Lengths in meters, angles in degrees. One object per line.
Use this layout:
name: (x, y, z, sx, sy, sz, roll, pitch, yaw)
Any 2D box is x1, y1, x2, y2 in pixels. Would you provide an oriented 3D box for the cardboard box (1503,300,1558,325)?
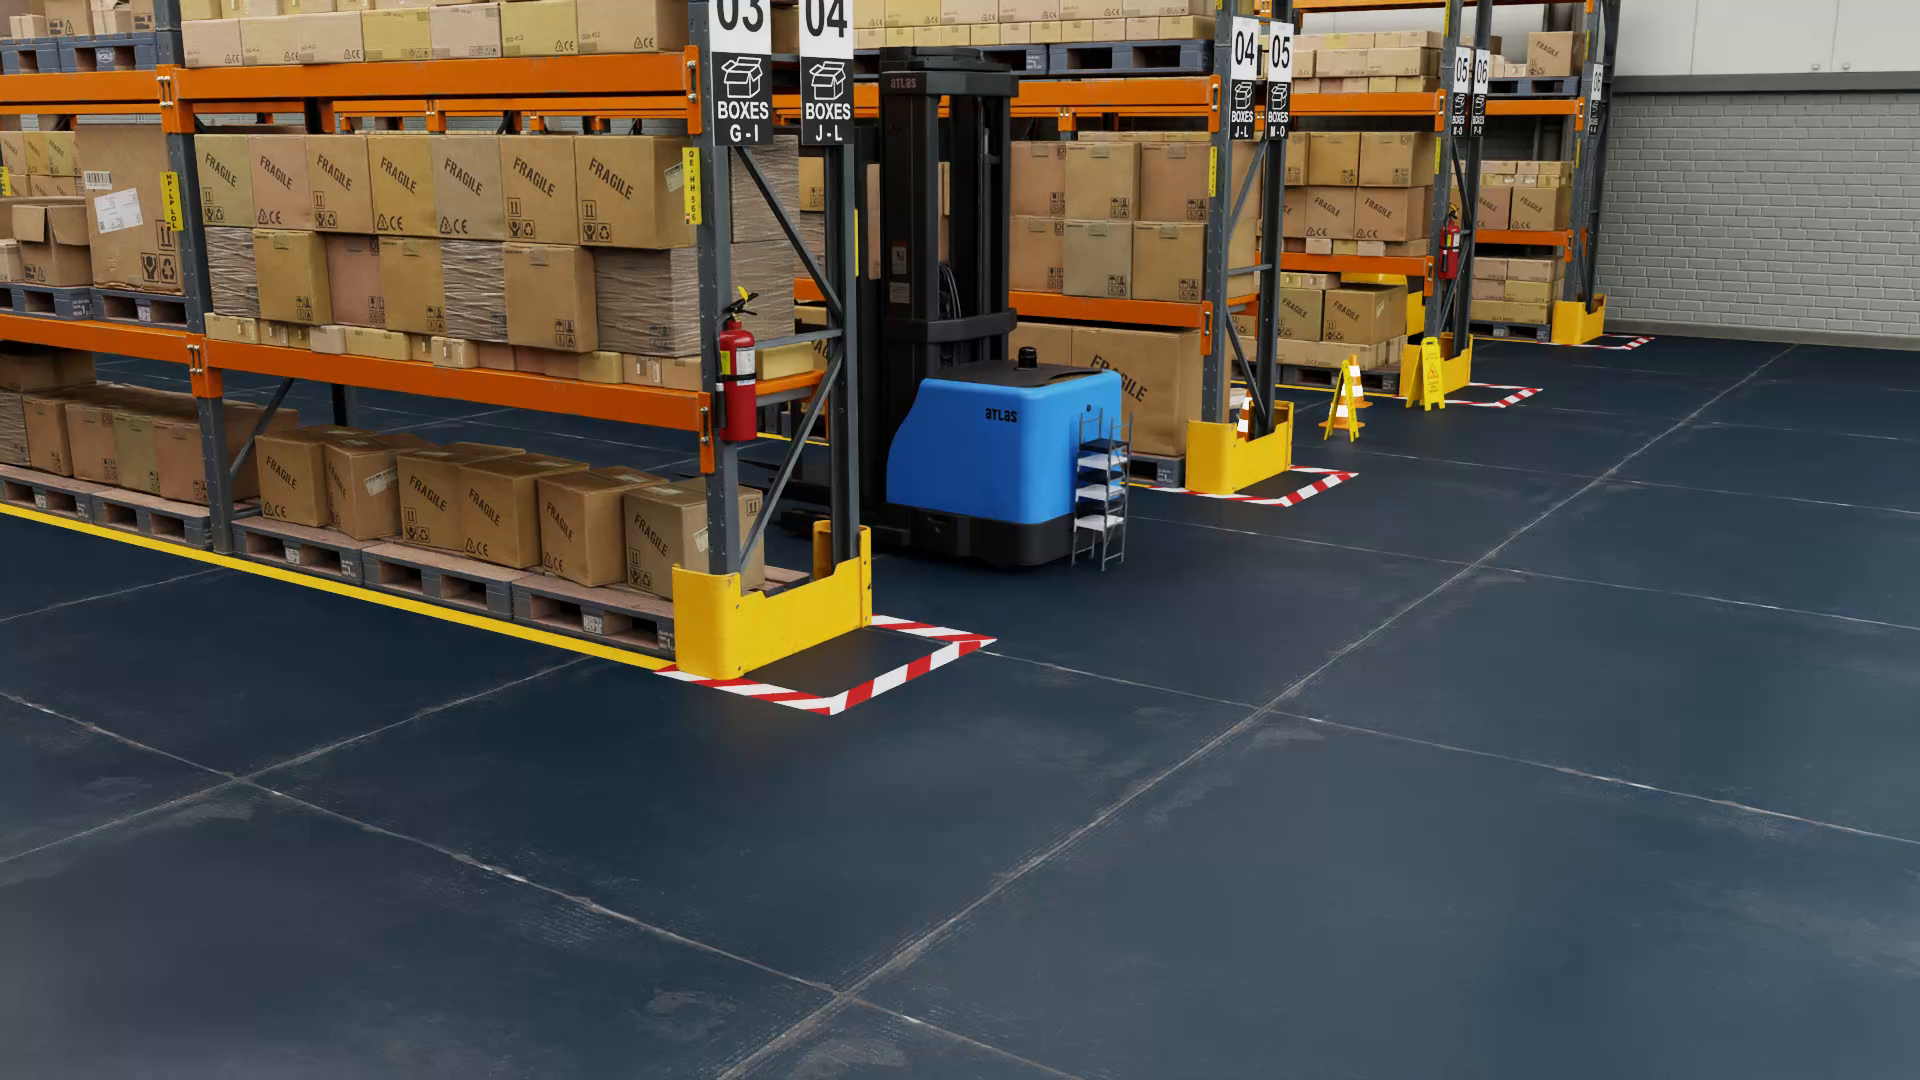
cardboard box: (6.895, -2.765, 20.097, 0.500, 0.250, 0.500, 9, 17, 33)

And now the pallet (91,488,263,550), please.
pallet: (-4.802, -0.216, 10.757, 1.213, 0.211, 1.003, 9, 17, 33)

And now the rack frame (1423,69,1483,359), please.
rack frame: (4.694, -2.905, 15.817, 0.127, 3.000, 1.000, 9, 17, 33)

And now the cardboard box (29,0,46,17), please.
cardboard box: (-6.105, -3.599, 11.130, 0.500, 0.500, 0.500, 10, 17, 34)

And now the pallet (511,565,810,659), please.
pallet: (-1.554, 0.298, 8.679, 1.213, 0.211, 1.003, 9, 17, 33)

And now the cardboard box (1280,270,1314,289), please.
cardboard box: (3.335, -2.579, 16.436, 0.250, 0.149, 0.380, 10, 17, 34)

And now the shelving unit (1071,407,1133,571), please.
shelving unit: (0.823, -0.296, 9.628, 0.210, 0.900, 0.258, 13, 19, 34)

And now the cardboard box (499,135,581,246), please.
cardboard box: (-1.849, -1.698, 8.032, 0.500, 0.500, 0.500, 9, 17, 33)

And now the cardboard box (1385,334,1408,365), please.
cardboard box: (4.179, -1.938, 16.756, 0.500, 0.250, 0.500, 9, 17, 32)

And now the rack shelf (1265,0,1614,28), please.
rack shelf: (5.802, -6.532, 20.314, 4.000, 0.370, 1.077, 9, 17, 33)

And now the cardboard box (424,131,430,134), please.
cardboard box: (-7.179, -5.580, 22.985, 0.250, 0.149, 0.380, 9, 16, 31)

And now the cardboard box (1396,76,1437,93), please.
cardboard box: (4.242, -4.231, 15.455, 0.250, 0.149, 0.380, 9, 17, 33)

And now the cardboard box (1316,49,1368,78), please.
cardboard box: (3.710, -4.518, 15.783, 0.500, 0.250, 0.500, 9, 16, 32)

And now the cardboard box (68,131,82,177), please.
cardboard box: (-9.770, -4.407, 18.977, 0.500, 0.500, 0.500, 9, 16, 31)

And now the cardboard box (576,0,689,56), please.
cardboard box: (-1.378, -2.327, 7.549, 0.500, 0.250, 0.500, 10, 17, 34)

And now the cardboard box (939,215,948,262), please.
cardboard box: (-0.139, -2.302, 13.067, 0.550, 0.550, 0.875, 9, 17, 33)

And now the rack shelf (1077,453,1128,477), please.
rack shelf: (0.829, -0.437, 9.589, 0.200, 0.077, 0.258, 13, 19, 34)

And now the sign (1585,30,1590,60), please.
sign: (7.147, -5.636, 18.930, 0.005, 0.325, 0.100, 9, 17, 33)

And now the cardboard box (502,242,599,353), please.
cardboard box: (-1.759, -1.245, 8.281, 0.500, 0.500, 0.875, 9, 17, 33)

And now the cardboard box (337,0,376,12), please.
cardboard box: (-2.955, -2.770, 8.511, 0.250, 0.149, 0.380, 9, 16, 32)

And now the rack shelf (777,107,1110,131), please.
rack shelf: (-0.284, -4.817, 18.793, 4.000, 0.370, 1.077, 9, 17, 33)

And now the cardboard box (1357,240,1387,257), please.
cardboard box: (3.993, -2.803, 15.925, 0.250, 0.149, 0.380, 9, 16, 32)

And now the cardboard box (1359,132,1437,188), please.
cardboard box: (4.149, -3.608, 15.750, 0.500, 0.500, 0.700, 9, 16, 31)

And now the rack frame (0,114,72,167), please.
rack frame: (-11.261, -4.050, 20.443, 0.127, 3.000, 1.000, 9, 17, 33)

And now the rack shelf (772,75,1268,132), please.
rack shelf: (0.356, -3.280, 12.584, 4.000, 0.370, 1.077, 9, 17, 33)

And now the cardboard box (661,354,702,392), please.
cardboard box: (-1.188, -0.804, 7.853, 0.250, 0.149, 0.380, 9, 17, 33)

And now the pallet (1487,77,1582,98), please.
pallet: (6.889, -5.409, 19.871, 1.213, 0.211, 1.003, 9, 17, 33)

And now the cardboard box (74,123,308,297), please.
cardboard box: (-4.737, -2.095, 10.422, 1.000, 1.000, 1.000, 9, 17, 33)

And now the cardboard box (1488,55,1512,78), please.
cardboard box: (6.394, -5.623, 19.752, 0.258, 0.266, 0.396, 9, 17, 33)

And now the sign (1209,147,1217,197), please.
sign: (1.701, -2.475, 11.178, 0.005, 0.325, 0.100, 9, 17, 33)

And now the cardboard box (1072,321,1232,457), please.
cardboard box: (1.416, -1.155, 12.294, 0.875, 0.875, 0.875, 9, 17, 33)

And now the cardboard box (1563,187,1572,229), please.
cardboard box: (7.206, -4.066, 20.297, 0.500, 0.500, 0.500, 10, 17, 35)

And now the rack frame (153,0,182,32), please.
rack frame: (-4.155, -4.378, 9.281, 0.127, 3.000, 1.000, 9, 17, 33)

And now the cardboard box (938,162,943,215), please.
cardboard box: (-0.124, -2.831, 12.959, 0.550, 0.550, 0.875, 9, 17, 33)

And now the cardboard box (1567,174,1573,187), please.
cardboard box: (7.325, -4.356, 20.120, 0.250, 0.149, 0.380, 9, 16, 31)

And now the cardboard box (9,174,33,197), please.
cardboard box: (-11.042, -4.128, 19.929, 0.500, 0.500, 0.500, 10, 17, 35)

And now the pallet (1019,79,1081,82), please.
pallet: (0.923, -4.911, 18.066, 1.003, 0.211, 1.213, 9, 17, 33)

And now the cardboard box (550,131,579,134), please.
cardboard box: (-5.380, -5.457, 22.488, 0.250, 0.149, 0.380, 9, 16, 32)

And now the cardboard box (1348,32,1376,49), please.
cardboard box: (3.834, -4.686, 15.630, 0.250, 0.149, 0.380, 9, 16, 32)

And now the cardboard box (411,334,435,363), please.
cardboard box: (-2.660, -1.032, 8.772, 0.250, 0.149, 0.380, 9, 17, 33)

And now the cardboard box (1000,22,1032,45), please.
cardboard box: (0.497, -3.639, 11.978, 0.250, 0.149, 0.380, 9, 17, 33)

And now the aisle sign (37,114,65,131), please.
aisle sign: (-11.154, -5.382, 20.412, 0.004, 0.787, 0.394, 9, 17, 33)

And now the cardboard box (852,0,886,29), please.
cardboard box: (-0.634, -4.032, 12.739, 0.500, 0.250, 0.500, 9, 17, 32)

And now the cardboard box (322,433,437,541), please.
cardboard box: (-3.366, -0.319, 9.698, 0.500, 0.500, 0.500, -11, 17, -36)

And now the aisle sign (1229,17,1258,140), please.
aisle sign: (1.907, -3.097, 11.183, 0.004, 0.787, 0.394, 9, 17, 33)

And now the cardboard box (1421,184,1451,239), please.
cardboard box: (4.456, -3.217, 16.249, 0.500, 0.500, 0.500, 9, 16, 32)

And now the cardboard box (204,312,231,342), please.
cardboard box: (-4.145, -1.255, 9.673, 0.250, 0.149, 0.380, 9, 17, 33)

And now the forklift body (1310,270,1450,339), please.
forklift body: (4.870, -3.374, 19.477, 1.214, 2.155, 2.313, 9, 17, 33)

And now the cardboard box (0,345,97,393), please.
cardboard box: (-6.456, -1.213, 11.708, 0.500, 0.250, 0.500, 12, 18, 39)

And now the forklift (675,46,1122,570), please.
forklift: (-0.507, -1.511, 10.328, 3.031, 2.935, 1.130, 10, 17, 35)
